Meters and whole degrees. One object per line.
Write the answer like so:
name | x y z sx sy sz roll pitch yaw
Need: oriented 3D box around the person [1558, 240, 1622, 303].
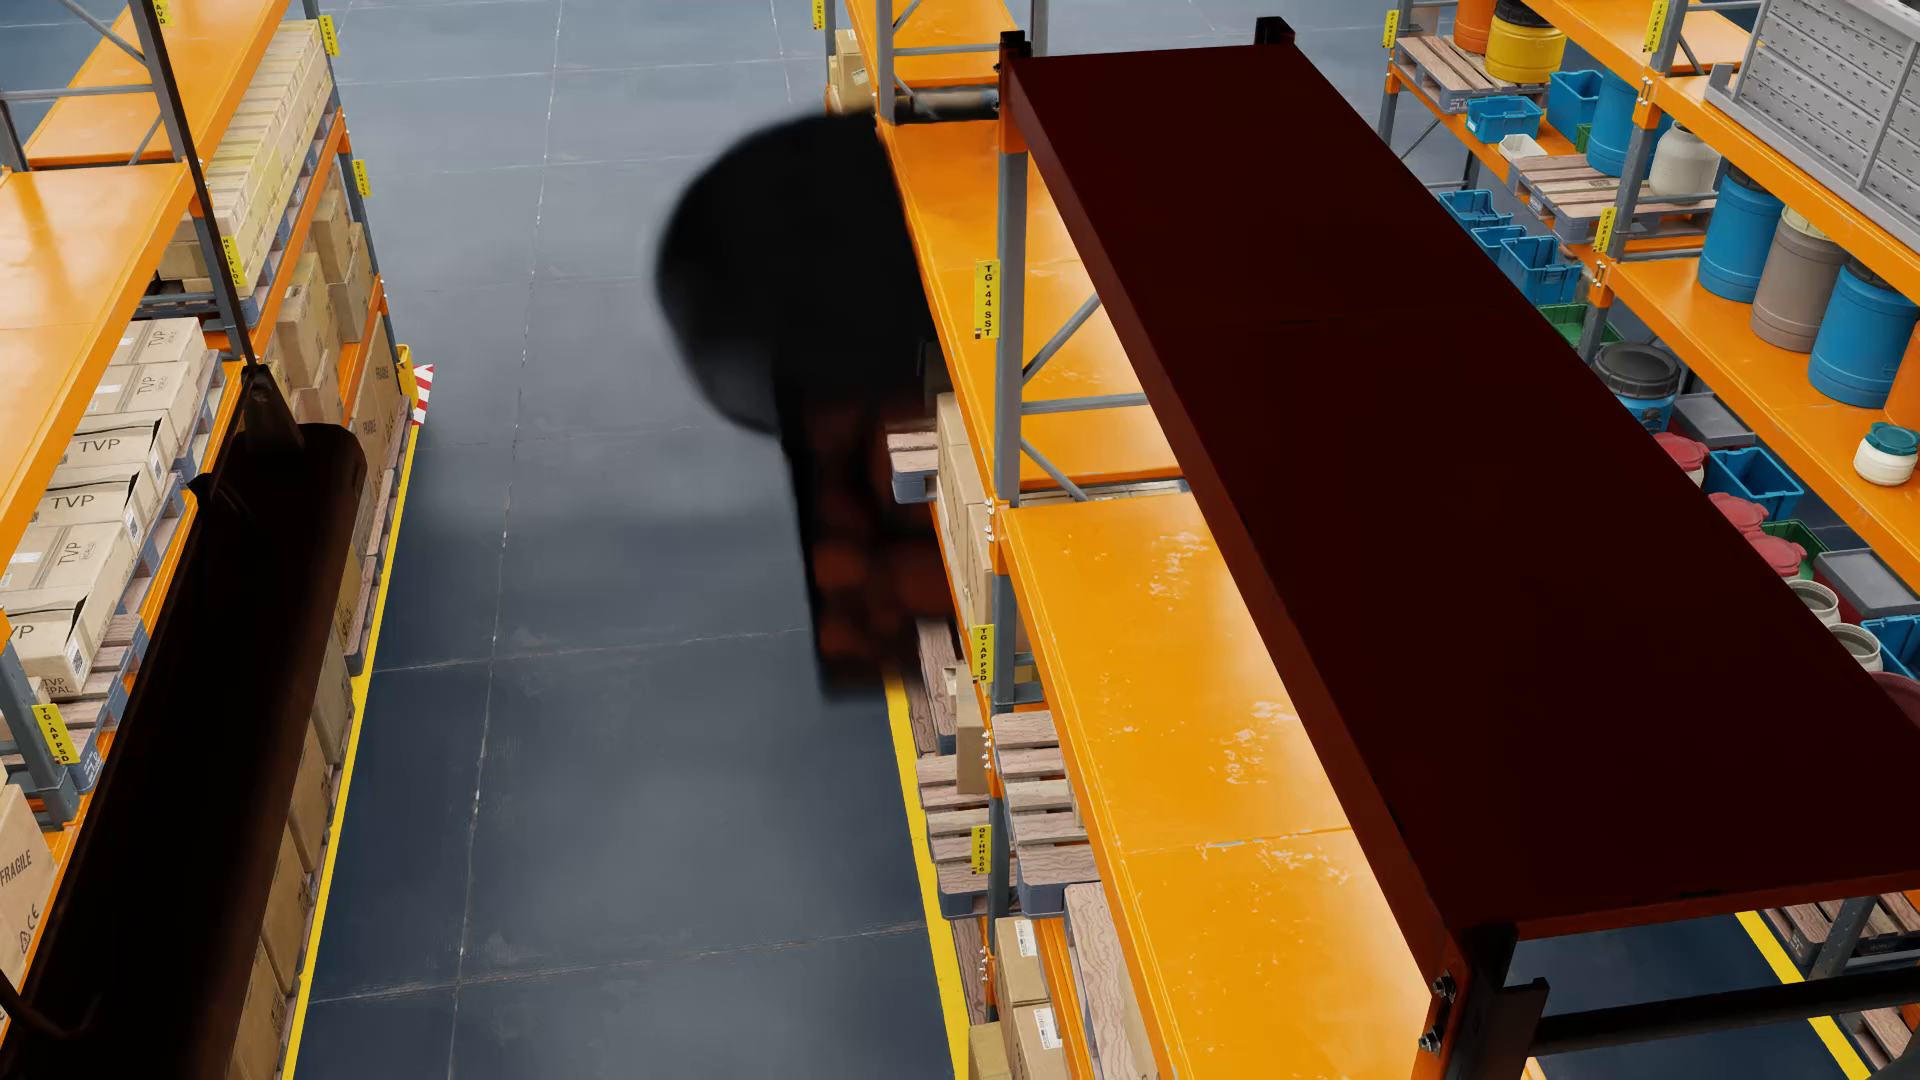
person | 5.847 -2.450 15.434 0.564 1.681 0.819 -26 43 -31
